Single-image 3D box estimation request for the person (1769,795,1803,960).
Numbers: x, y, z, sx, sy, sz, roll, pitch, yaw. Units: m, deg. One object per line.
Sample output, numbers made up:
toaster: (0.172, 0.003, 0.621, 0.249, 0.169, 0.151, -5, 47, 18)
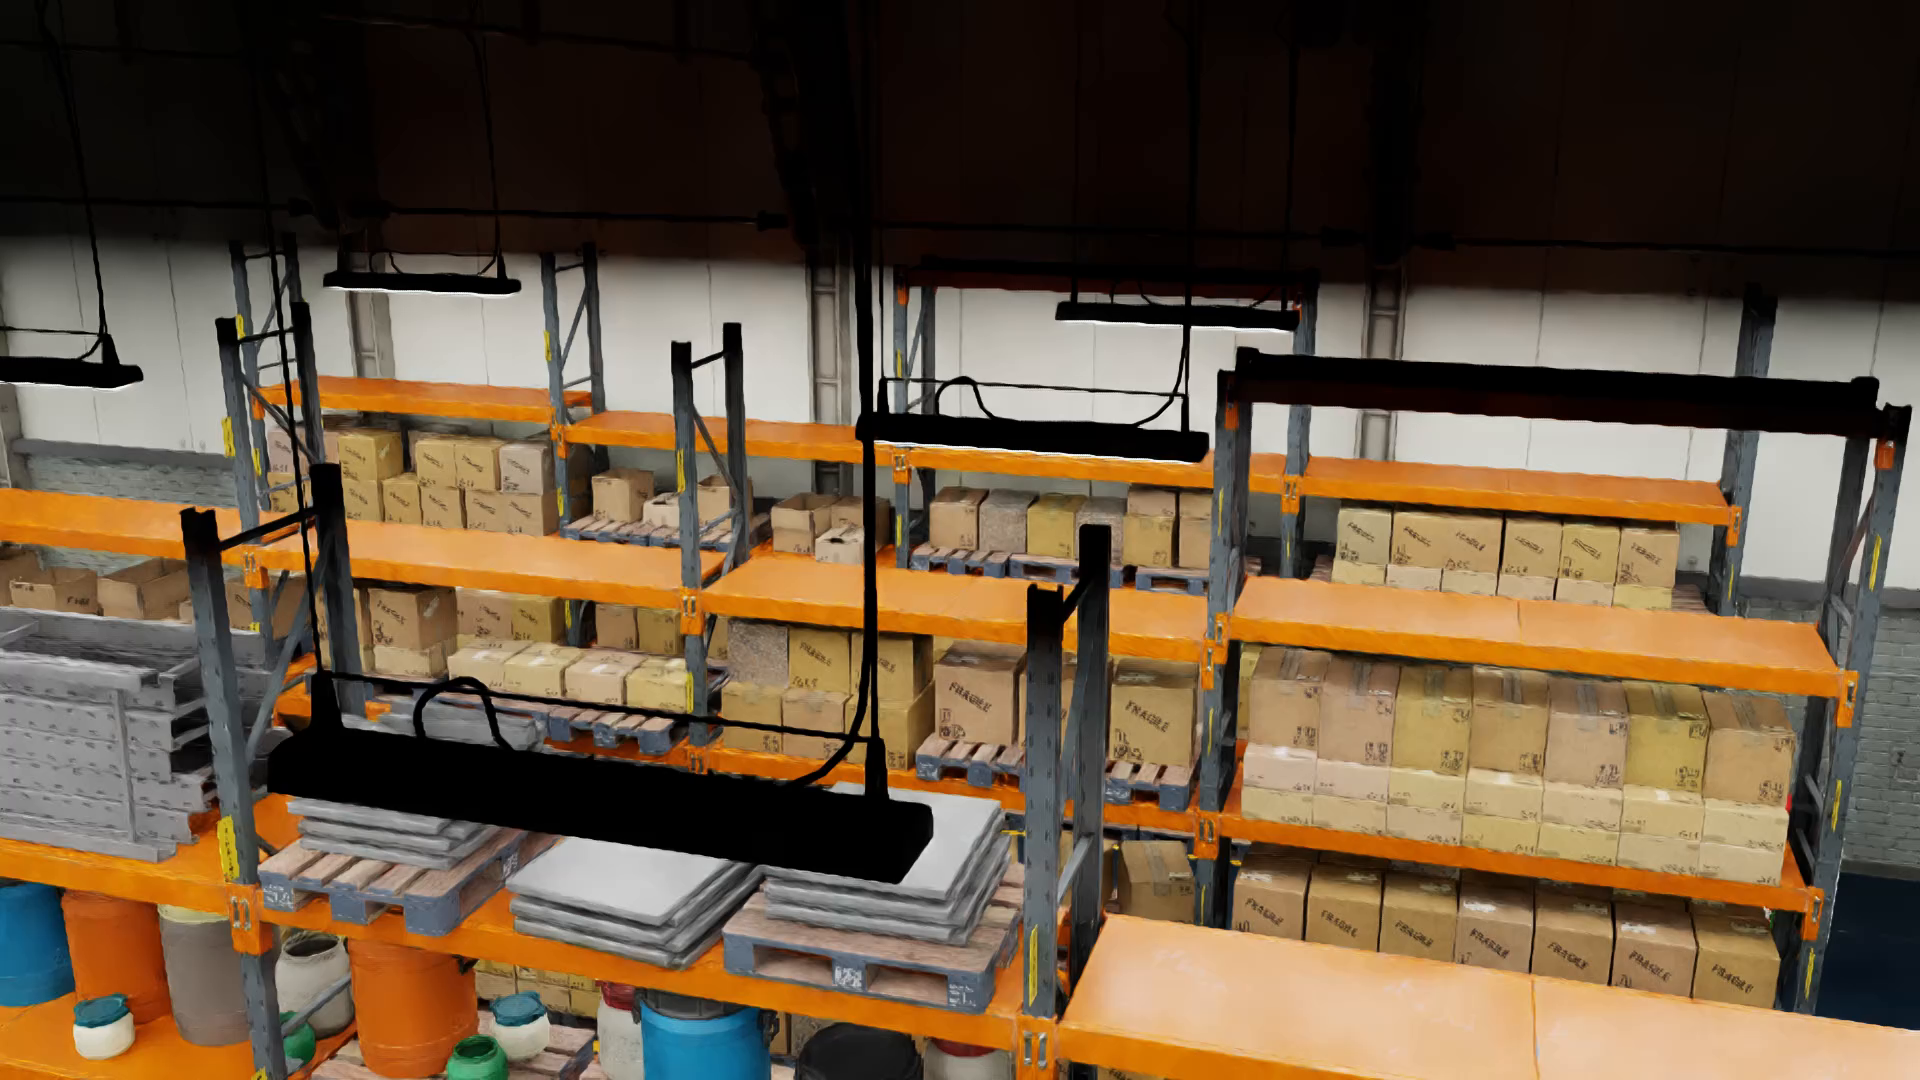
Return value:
person: (7.478, 3.086, 14.914, 0.822, 1.719, 0.688, 0, 16, -1)
